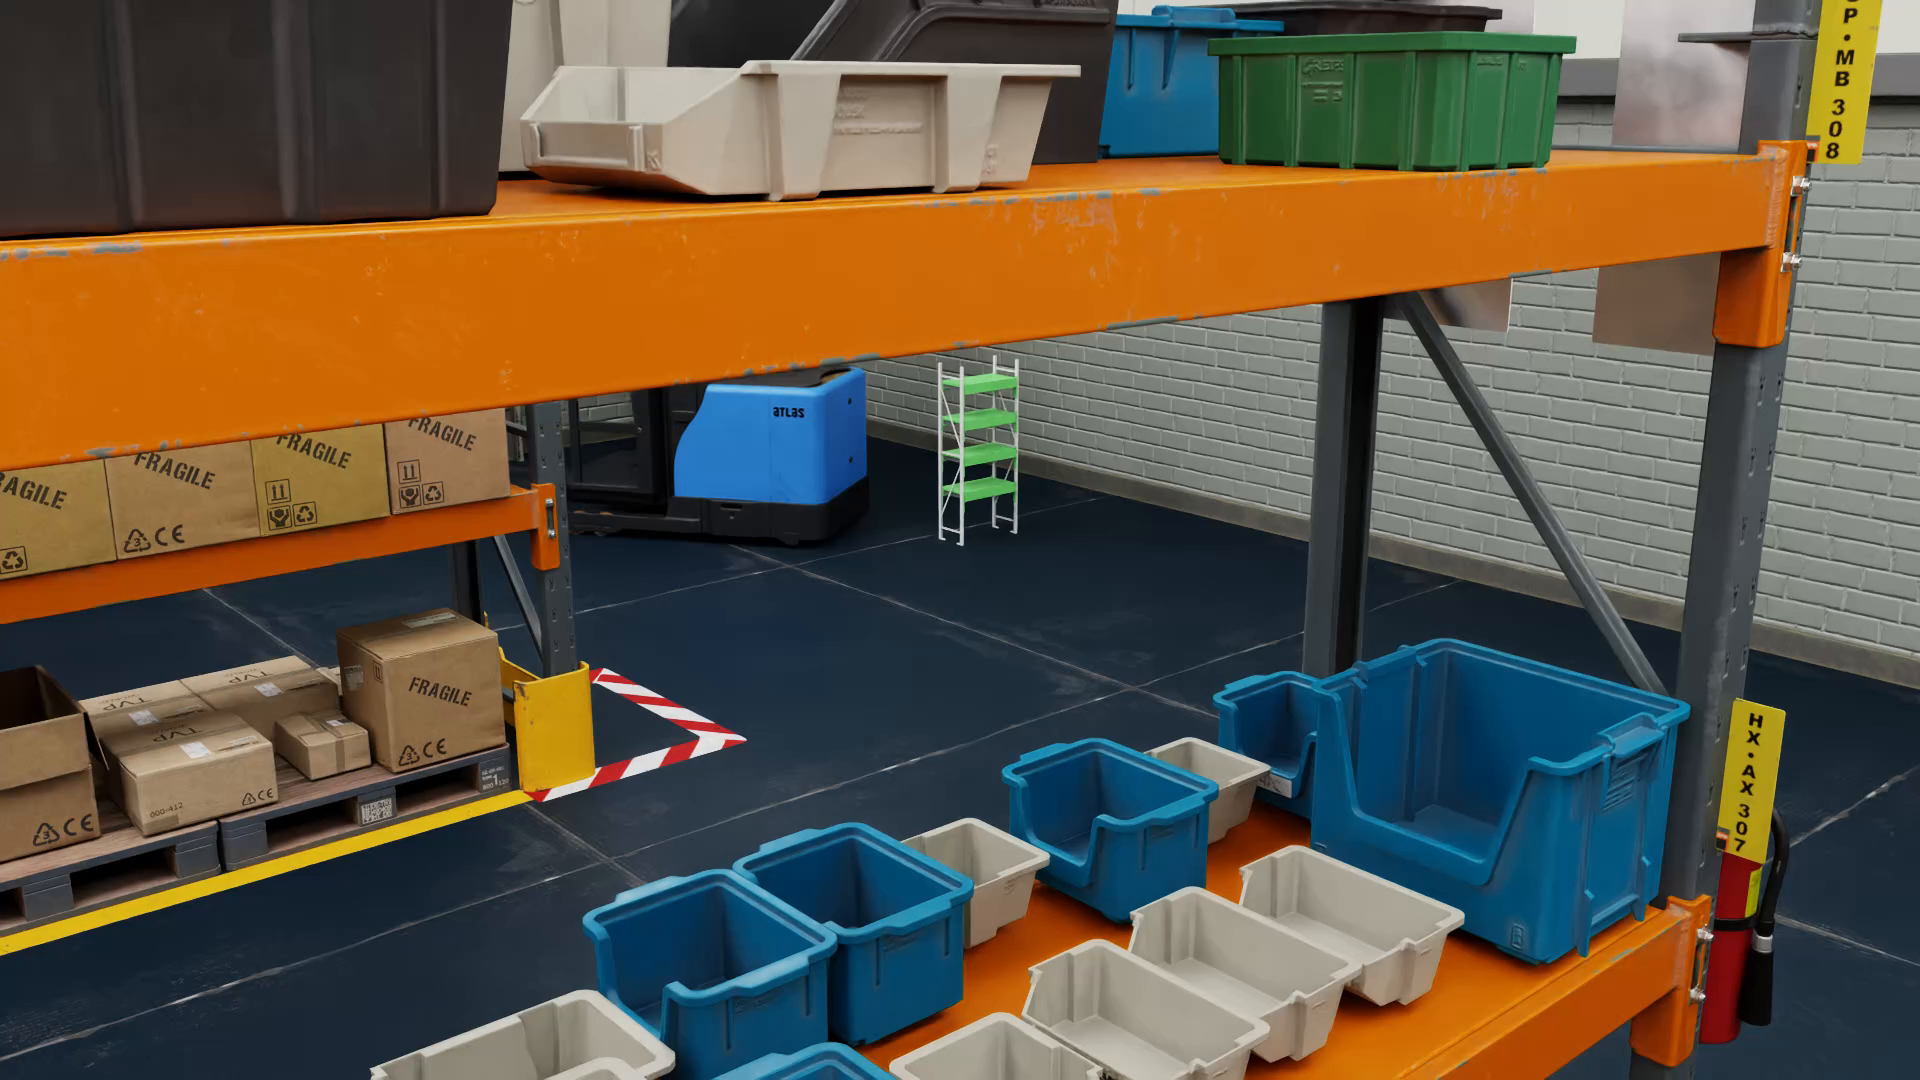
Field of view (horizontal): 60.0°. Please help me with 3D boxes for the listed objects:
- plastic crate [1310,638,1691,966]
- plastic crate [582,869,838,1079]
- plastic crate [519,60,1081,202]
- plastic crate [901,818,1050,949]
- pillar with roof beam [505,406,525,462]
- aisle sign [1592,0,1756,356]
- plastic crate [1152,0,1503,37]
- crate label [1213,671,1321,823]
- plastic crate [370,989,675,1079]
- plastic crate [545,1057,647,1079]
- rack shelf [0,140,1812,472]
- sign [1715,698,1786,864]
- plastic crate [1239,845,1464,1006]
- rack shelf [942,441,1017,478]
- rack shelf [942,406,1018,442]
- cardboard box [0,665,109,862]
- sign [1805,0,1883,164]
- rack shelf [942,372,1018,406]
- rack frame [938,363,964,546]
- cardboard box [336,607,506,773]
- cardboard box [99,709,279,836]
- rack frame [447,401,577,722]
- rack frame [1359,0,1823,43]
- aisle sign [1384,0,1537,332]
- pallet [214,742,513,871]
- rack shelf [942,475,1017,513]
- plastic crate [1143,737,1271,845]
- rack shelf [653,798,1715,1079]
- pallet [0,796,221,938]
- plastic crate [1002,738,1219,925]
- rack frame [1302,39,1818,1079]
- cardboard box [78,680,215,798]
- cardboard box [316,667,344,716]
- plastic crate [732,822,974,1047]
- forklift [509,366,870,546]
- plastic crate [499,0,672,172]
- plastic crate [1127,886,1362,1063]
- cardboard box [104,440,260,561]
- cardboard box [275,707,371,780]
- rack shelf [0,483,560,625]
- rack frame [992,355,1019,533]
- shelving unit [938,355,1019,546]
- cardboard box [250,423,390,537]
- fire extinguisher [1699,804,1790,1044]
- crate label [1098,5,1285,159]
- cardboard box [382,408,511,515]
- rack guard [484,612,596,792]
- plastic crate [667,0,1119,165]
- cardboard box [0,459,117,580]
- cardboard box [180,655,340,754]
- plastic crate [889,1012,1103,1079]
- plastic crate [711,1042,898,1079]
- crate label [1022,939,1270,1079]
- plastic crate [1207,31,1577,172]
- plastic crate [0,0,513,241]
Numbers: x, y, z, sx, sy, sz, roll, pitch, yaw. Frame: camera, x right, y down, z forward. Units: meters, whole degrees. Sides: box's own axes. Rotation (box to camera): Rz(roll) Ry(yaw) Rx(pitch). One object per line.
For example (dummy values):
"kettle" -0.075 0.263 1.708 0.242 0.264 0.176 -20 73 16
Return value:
"plastic crate" 1.073 0.503 3.370 0.499 0.435 0.616 -13 19 -39
"plastic crate" -0.419 0.759 2.802 0.300 0.233 0.416 -13 19 -39
"plastic crate" -0.193 -0.468 1.886 0.530 0.136 0.437 -13 19 -39
"plastic crate" -0.008 0.685 3.267 0.298 0.136 0.250 -13 19 -39
"pillar with roof beam" -1.006 -4.159 9.382 0.400 9.000 9.100 -13 19 -39
"aisle sign" 1.449 -0.755 3.227 0.004 0.787 0.394 -13 19 -39
"plastic crate" 0.729 -0.919 3.319 0.590 0.269 0.497 -13 19 -39
"crate label" 0.800 0.486 3.828 0.303 0.233 0.416 -13 19 -39
"plastic crate" -0.699 0.878 2.544 0.466 0.136 0.293 -13 19 -39
"plastic crate" -0.542 0.939 2.036 0.530 0.282 0.437 -13 19 -39
"rack shelf" -0.306 -0.307 2.168 4.000 0.370 1.077 -13 19 -39
"sign" 1.576 0.481 3.319 0.005 0.325 0.100 -13 19 -39
"plastic crate" 0.706 0.728 3.108 0.243 0.136 0.396 -13 19 -39
"rack shelf" 0.125 -0.546 11.217 0.480 0.148 0.258 -13 19 -39
"rack shelf" 0.125 -0.778 11.155 0.480 0.148 0.258 -13 19 -39
"cardboard box" -3.650 0.843 6.267 0.637 0.503 0.797 -13 19 -39
"sign" 1.576 -0.838 2.966 0.005 0.325 0.100 -13 19 -39
"rack shelf" 0.125 -1.010 11.093 0.480 0.148 0.258 -13 19 -39
"rack frame" -0.059 -0.566 11.045 0.015 1.200 0.240 -13 19 -39
"cardboard box" -2.295 0.626 7.085 0.500 0.500 0.500 -13 19 -39
"cardboard box" -3.031 0.902 6.536 0.500 0.250 0.500 -13 19 -39
"rack frame" -2.046 -0.509 7.343 0.127 3.000 1.000 -13 19 -39
"rack frame" 1.203 -2.442 2.956 0.127 3.000 1.000 -13 19 -39
"aisle sign" 1.062 -0.870 3.657 0.004 0.787 0.394 -13 19 -39
"pallet" -2.704 0.986 7.149 1.213 0.211 1.003 -13 19 -39
"rack shelf" 0.125 -0.314 11.279 0.480 0.148 0.258 -13 19 -39
"plastic crate" 0.504 0.570 3.697 0.298 0.136 0.250 -13 19 -39
"rack shelf" -0.306 1.142 2.555 4.000 0.370 1.077 -13 19 -39
"pallet" -3.624 1.192 6.379 1.213 0.211 1.003 -13 19 -39
"plastic crate" 0.304 0.597 3.410 0.300 0.233 0.416 -13 19 -39
"rack frame" 1.203 0.456 3.731 0.127 3.000 1.000 -13 19 -39
"cardboard box" -3.397 0.813 6.869 0.500 0.250 0.500 -13 19 -39
"cardboard box" -2.776 0.694 7.478 0.250 0.166 0.380 -13 19 -39
"plastic crate" -0.193 0.709 2.993 0.300 0.233 0.416 -13 19 -39
"forklift" -2.219 -1.568 11.439 3.031 2.935 1.130 4 15 14
"plastic crate" -0.672 -0.621 2.178 0.530 0.282 0.437 -13 19 -39
"plastic crate" 0.478 0.774 2.935 0.243 0.136 0.396 -13 19 -39
"cardboard box" -2.974 -0.256 6.204 0.500 0.500 0.500 -12 19 -39
"cardboard box" -2.659 0.838 6.936 0.250 0.166 0.380 -13 19 -39
"rack shelf" -3.555 0.177 6.168 4.000 0.370 1.077 -13 19 -39
"rack frame" 0.309 -0.649 11.355 0.015 1.200 0.240 -13 19 -39
"shelving unit" 0.125 -0.608 11.200 0.503 1.200 0.258 -13 19 -39
"cardboard box" -2.594 -0.340 6.516 0.500 0.500 0.500 -12 19 -39
"fire extinguisher" 1.615 0.736 3.553 0.183 0.674 0.296 -13 19 -39
"crate label" 0.294 -0.828 3.013 0.502 0.251 0.408 -13 19 -39
"cardboard box" -2.205 -0.428 6.848 0.500 0.500 0.500 -12 19 -38
"rack guard" -2.104 0.712 7.618 0.348 0.500 1.175 -13 19 -39
"plastic crate" -0.130 -0.758 2.583 0.767 0.338 0.504 -13 19 -39
"cardboard box" -3.355 -0.171 5.884 0.500 0.500 0.500 -13 20 -40
"cardboard box" -3.020 0.728 7.186 0.500 0.250 0.500 -13 19 -39
"plastic crate" 0.073 0.880 2.539 0.250 0.136 0.298 -13 19 -39
"plastic crate" -0.178 0.906 2.255 0.300 0.233 0.416 -13 19 -39
"crate label" 0.284 0.826 2.740 0.243 0.136 0.396 -13 19 -39
"plastic crate" 0.646 -0.668 2.537 0.336 0.188 0.450 -13 19 -39
"plastic crate" -0.698 -0.410 1.412 0.590 0.269 0.497 -13 19 -39
